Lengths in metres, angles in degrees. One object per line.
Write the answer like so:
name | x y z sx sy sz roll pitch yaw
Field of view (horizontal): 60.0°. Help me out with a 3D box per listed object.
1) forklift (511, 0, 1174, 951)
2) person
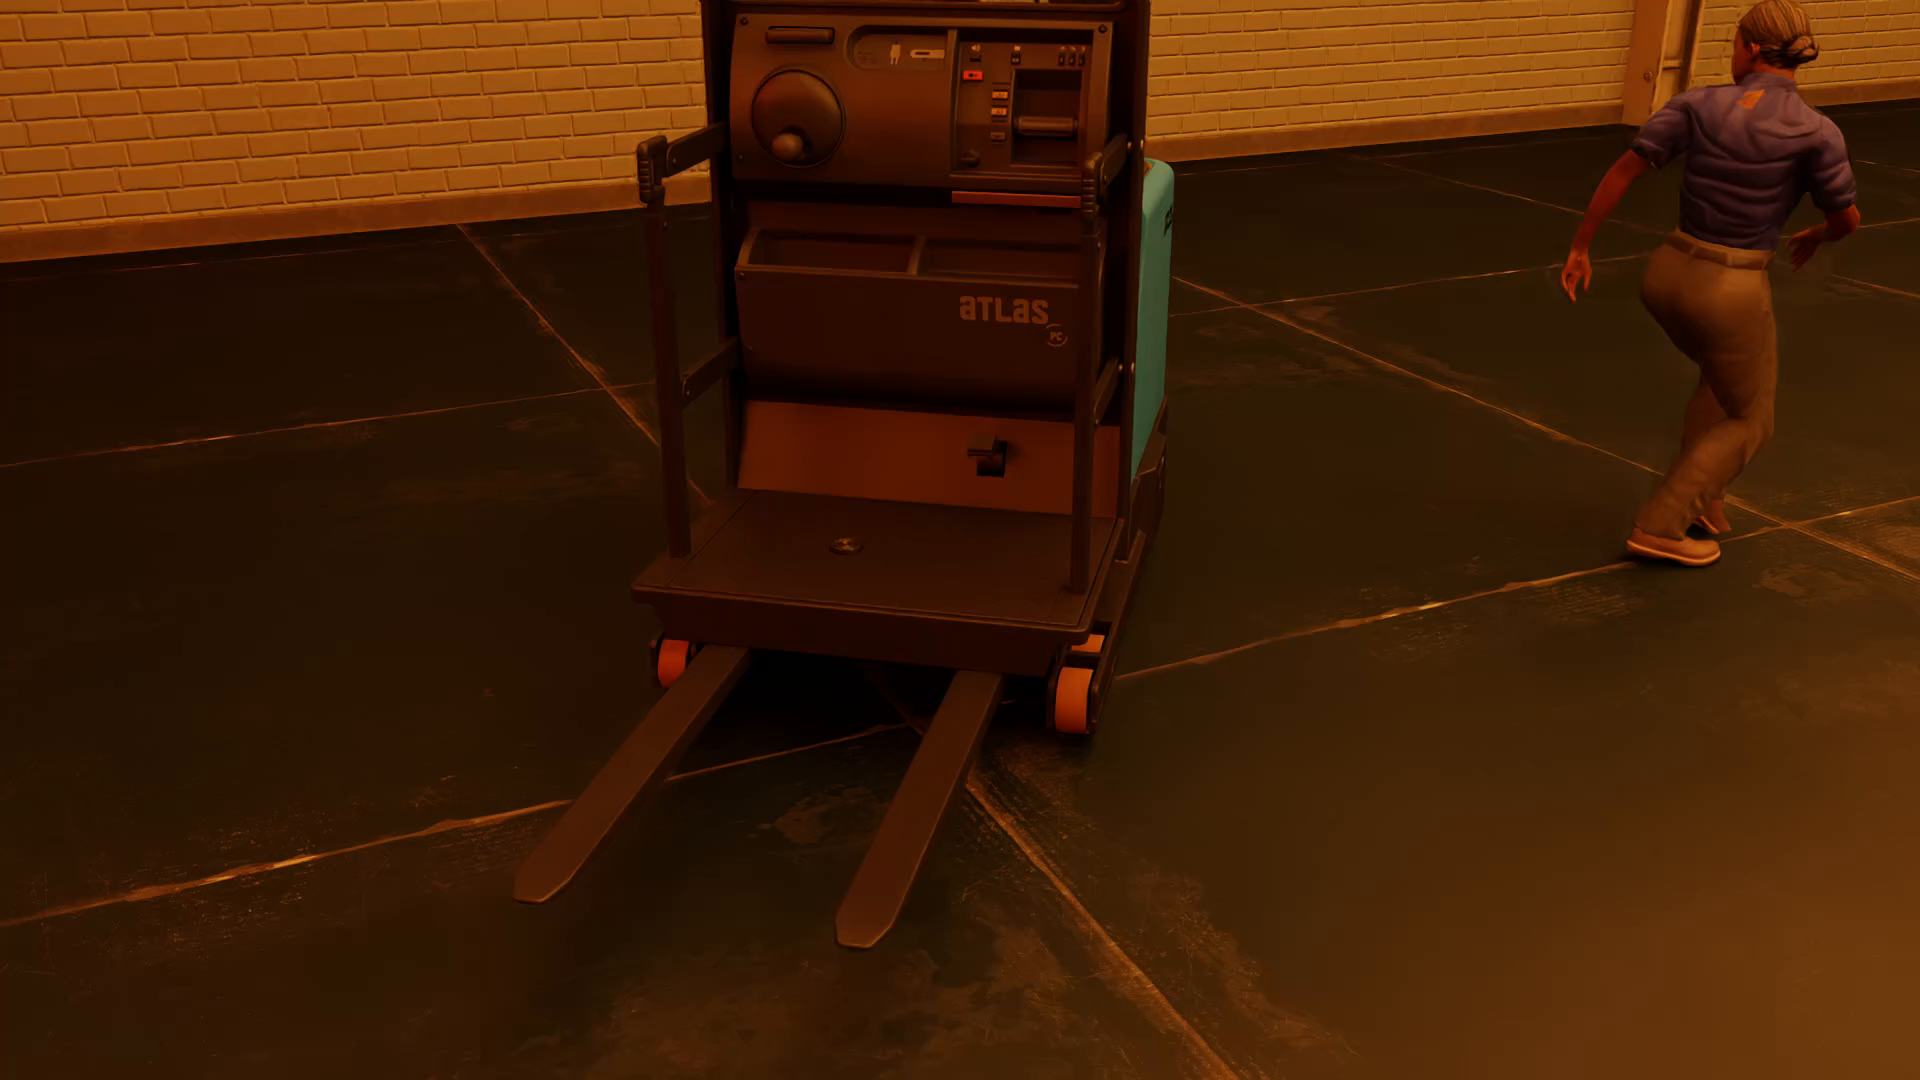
forklift | -0.147 -1.043 3.798 1.130 2.935 3.031 5 23 12
person | 2.164 -0.685 4.759 0.744 1.658 0.542 -11 25 -24
